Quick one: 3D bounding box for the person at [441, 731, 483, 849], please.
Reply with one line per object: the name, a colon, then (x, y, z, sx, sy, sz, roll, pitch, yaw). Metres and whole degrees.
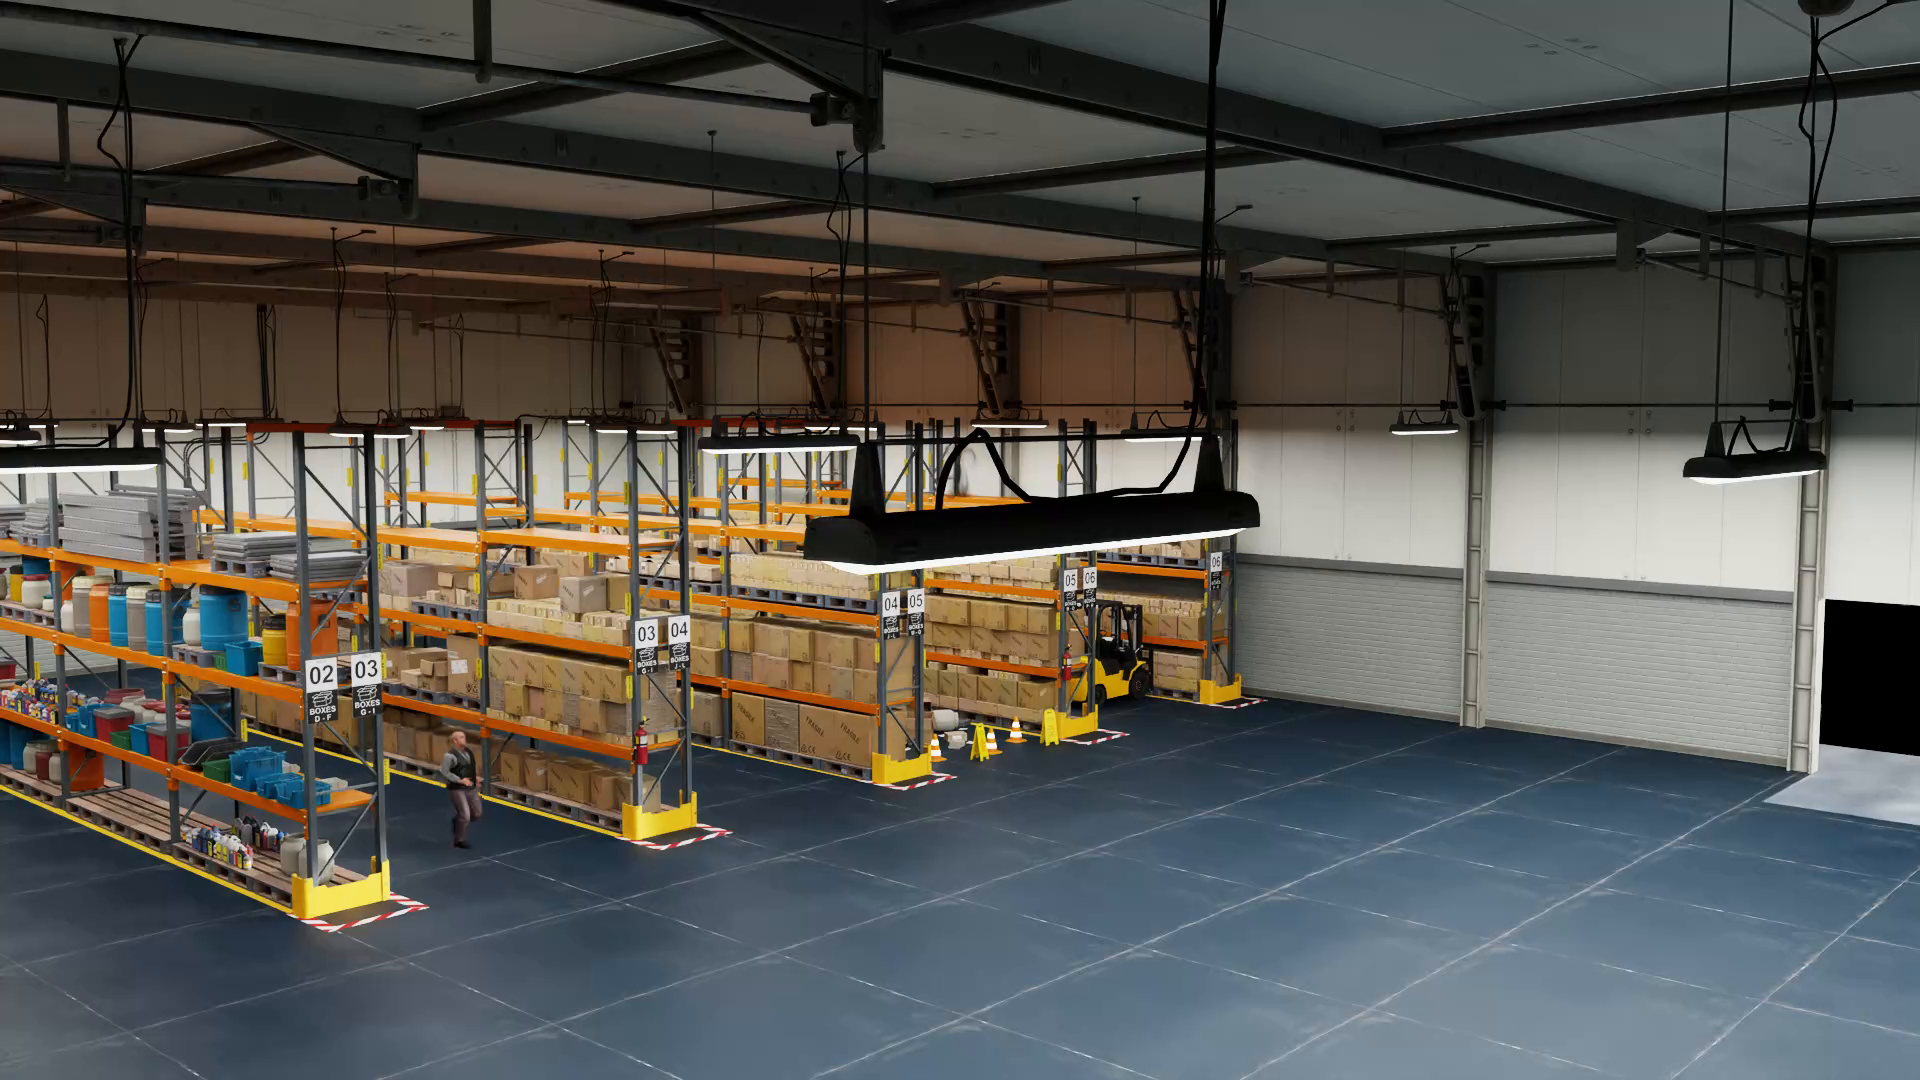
person: (-7.105, 3.560, 23.753, 0.579, 1.678, 0.658, 2, 5, 26)

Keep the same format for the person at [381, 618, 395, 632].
person: (-13.676, 2.308, 39.757, 0.762, 1.582, 0.688, -4, 6, -38)
